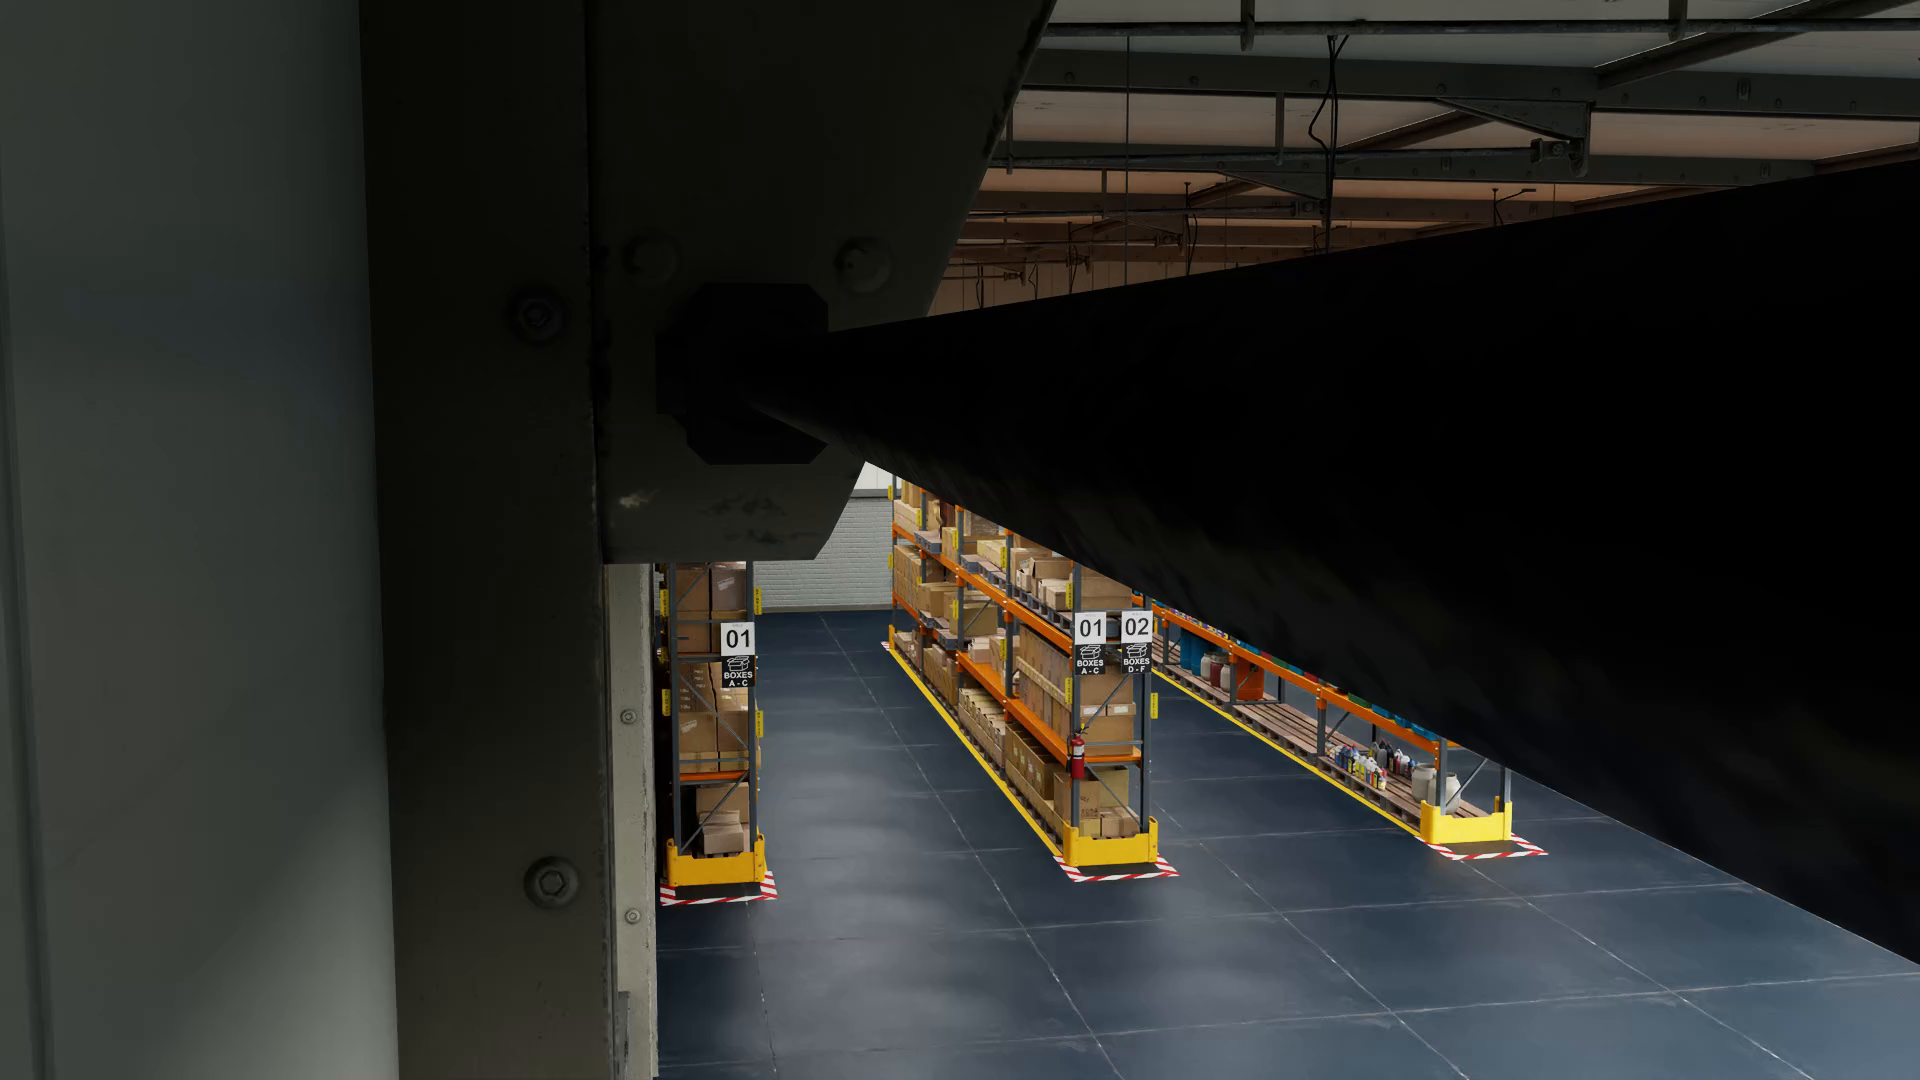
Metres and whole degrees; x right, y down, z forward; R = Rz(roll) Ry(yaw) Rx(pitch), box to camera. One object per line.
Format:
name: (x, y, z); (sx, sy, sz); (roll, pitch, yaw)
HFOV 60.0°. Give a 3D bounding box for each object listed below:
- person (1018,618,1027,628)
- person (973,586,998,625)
person: (1.424, 1.644, 34.683); (0.673, 1.661, 0.836); (-2, 7, -19)
person: (0.539, 1.463, 37.188); (0.781, 1.685, 0.677); (4, 7, 31)
